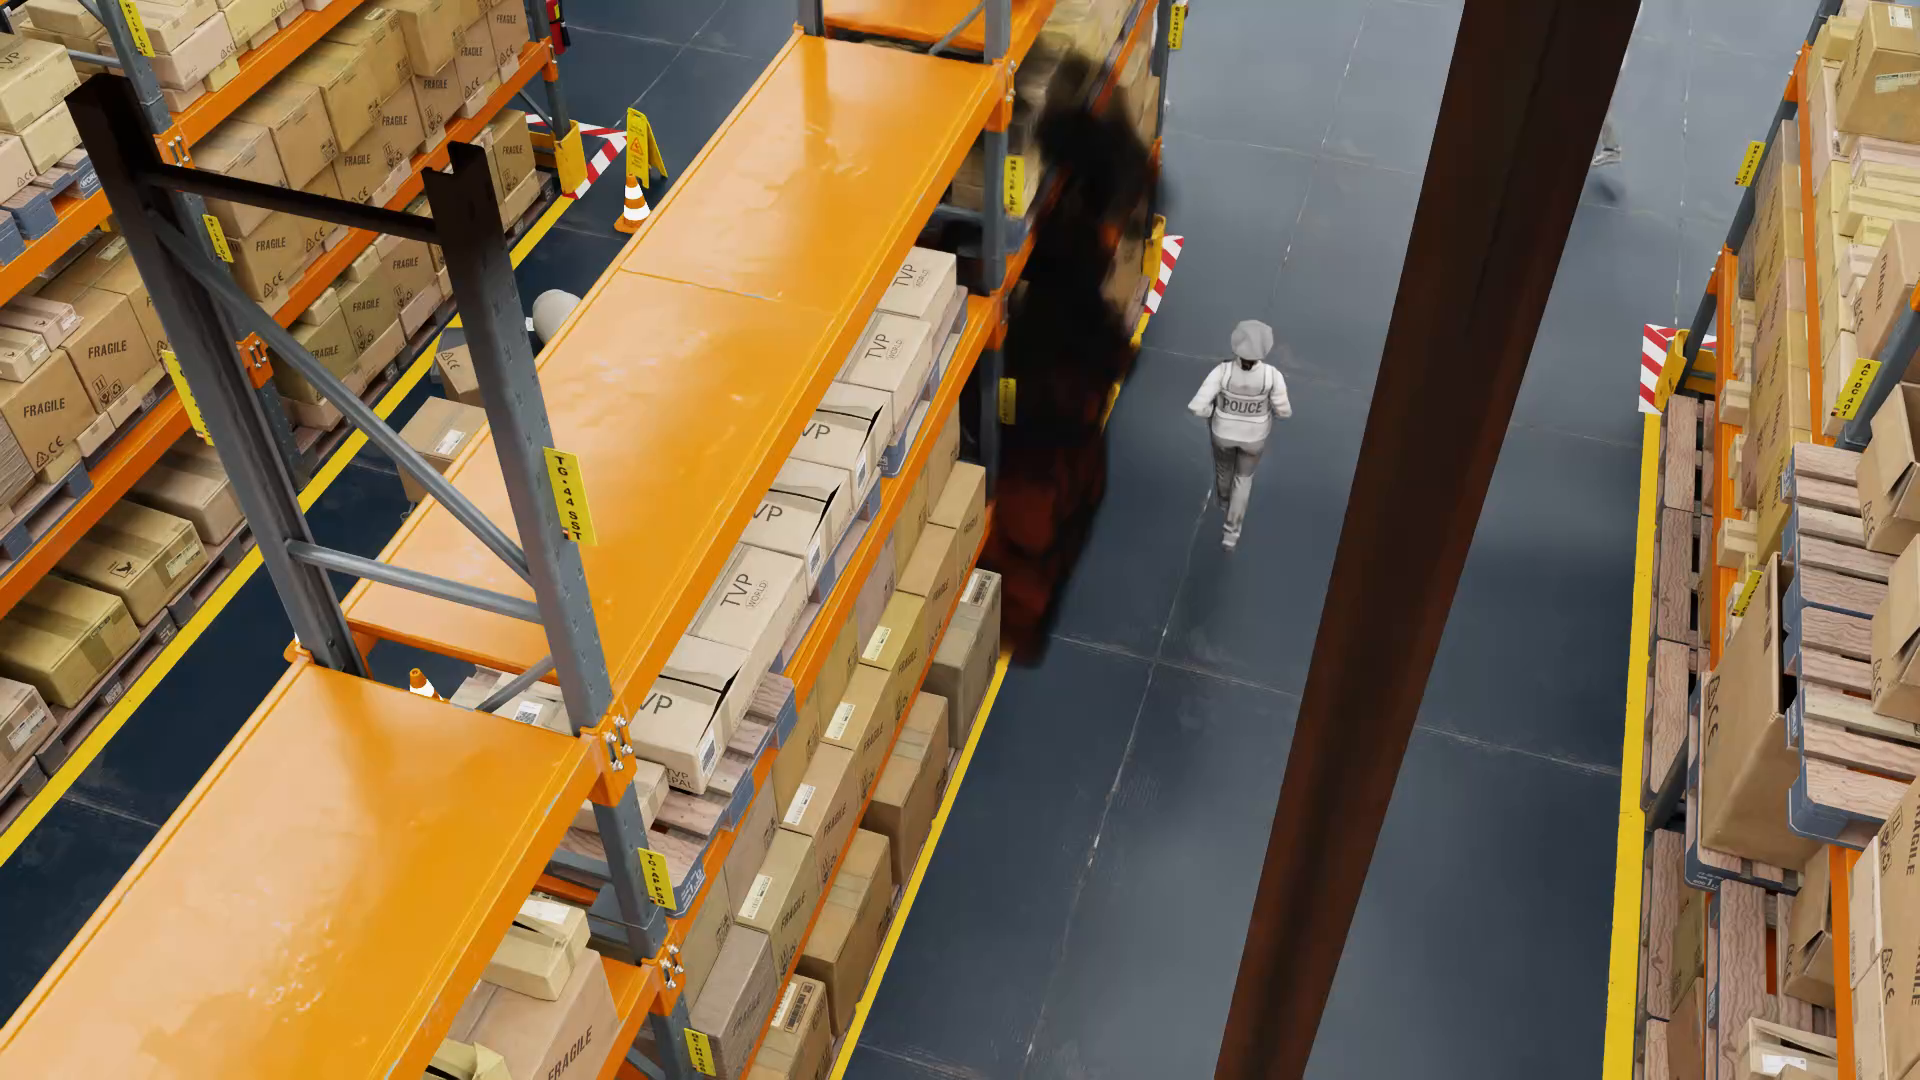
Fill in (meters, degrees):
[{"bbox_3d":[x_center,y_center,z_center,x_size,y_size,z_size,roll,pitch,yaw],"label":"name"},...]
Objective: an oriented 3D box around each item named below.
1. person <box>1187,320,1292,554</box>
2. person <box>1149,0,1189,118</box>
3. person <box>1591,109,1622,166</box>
[{"bbox_3d":[1.700,-0.689,10.205,0.618,1.675,0.784,9,46,9],"label":"person"},{"bbox_3d":[1.555,-4.232,14.072,0.712,1.719,0.591,-19,49,-17],"label":"person"},{"bbox_3d":[5.193,-3.898,13.666,0.659,1.774,0.944,-27,51,-24],"label":"person"}]
